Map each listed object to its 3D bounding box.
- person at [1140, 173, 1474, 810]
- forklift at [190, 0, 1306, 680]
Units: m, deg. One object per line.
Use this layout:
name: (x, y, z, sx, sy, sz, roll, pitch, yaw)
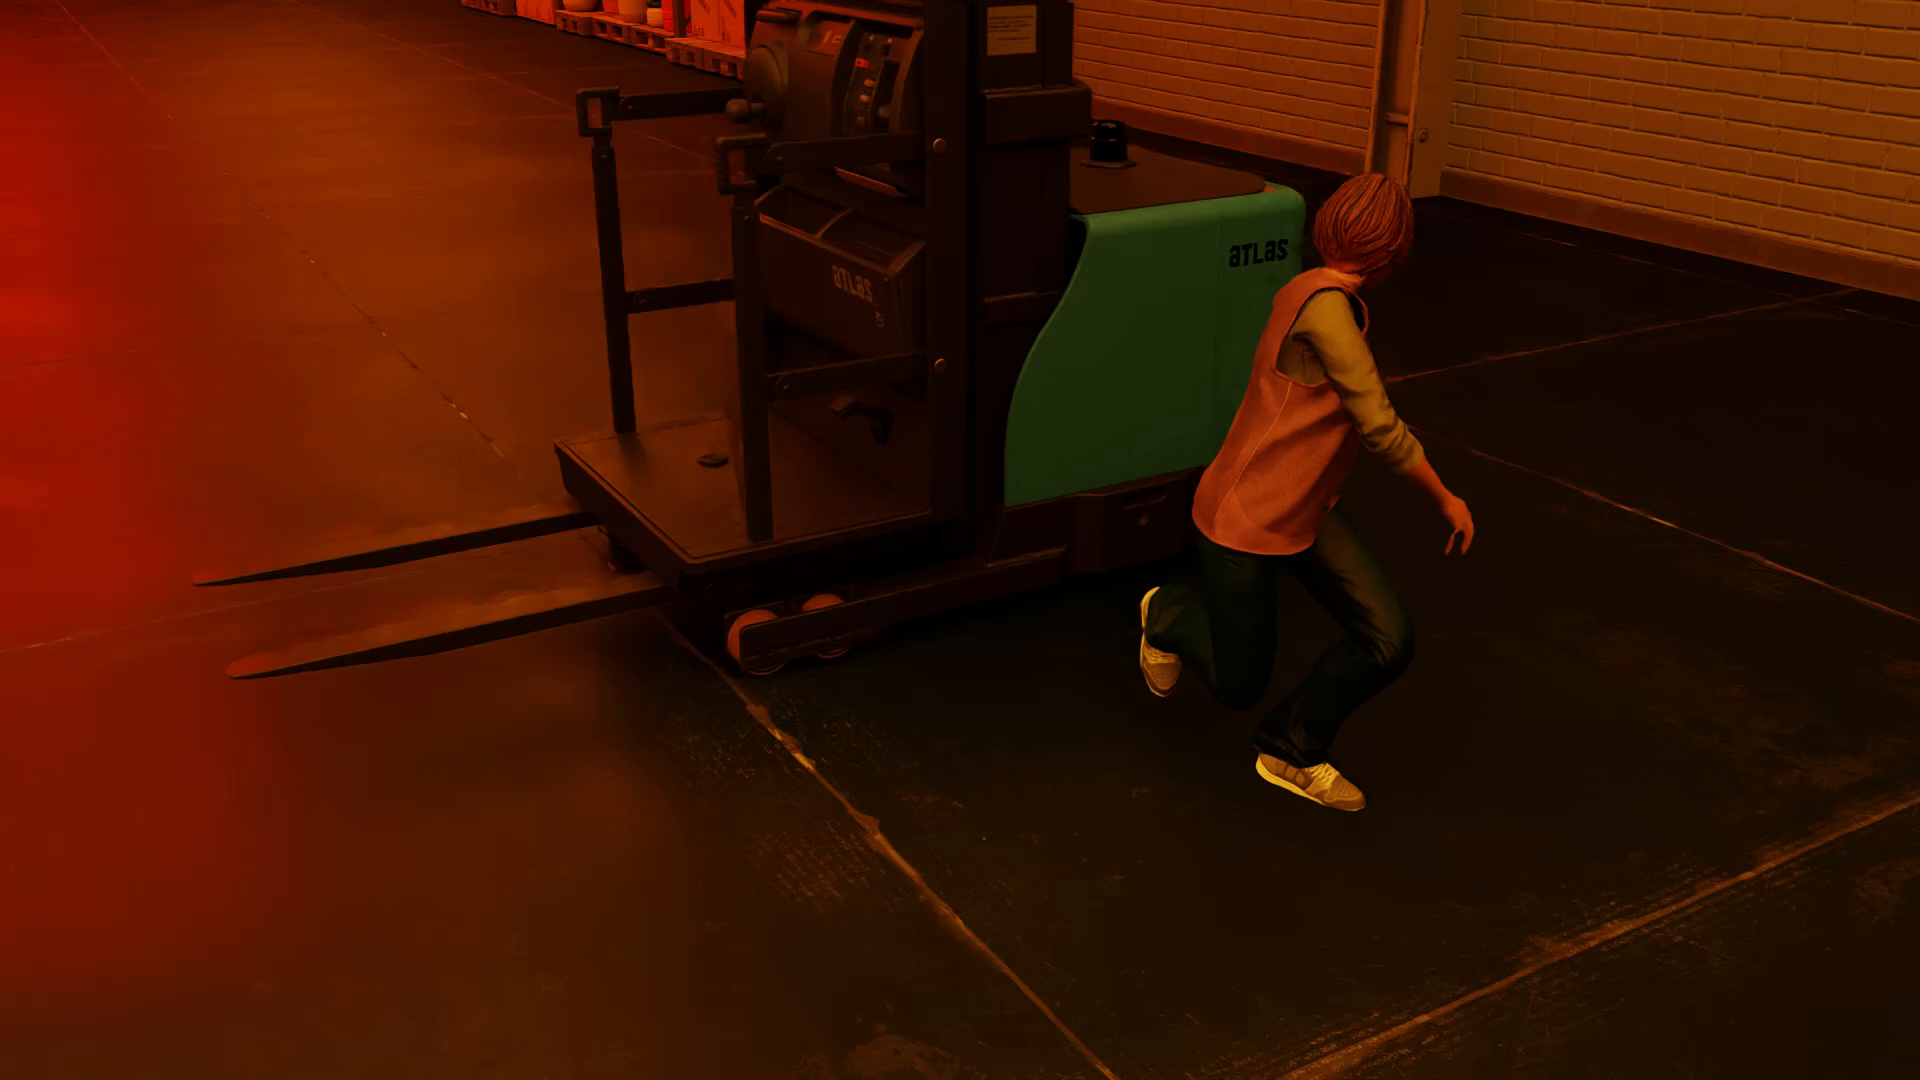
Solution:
person: (0.729, -0.102, 3.644, 0.811, 1.371, 0.539, 19, 29, 39)
forklift: (-0.524, -1.236, 4.286, 3.031, 2.935, 1.130, -13, 25, -28)
